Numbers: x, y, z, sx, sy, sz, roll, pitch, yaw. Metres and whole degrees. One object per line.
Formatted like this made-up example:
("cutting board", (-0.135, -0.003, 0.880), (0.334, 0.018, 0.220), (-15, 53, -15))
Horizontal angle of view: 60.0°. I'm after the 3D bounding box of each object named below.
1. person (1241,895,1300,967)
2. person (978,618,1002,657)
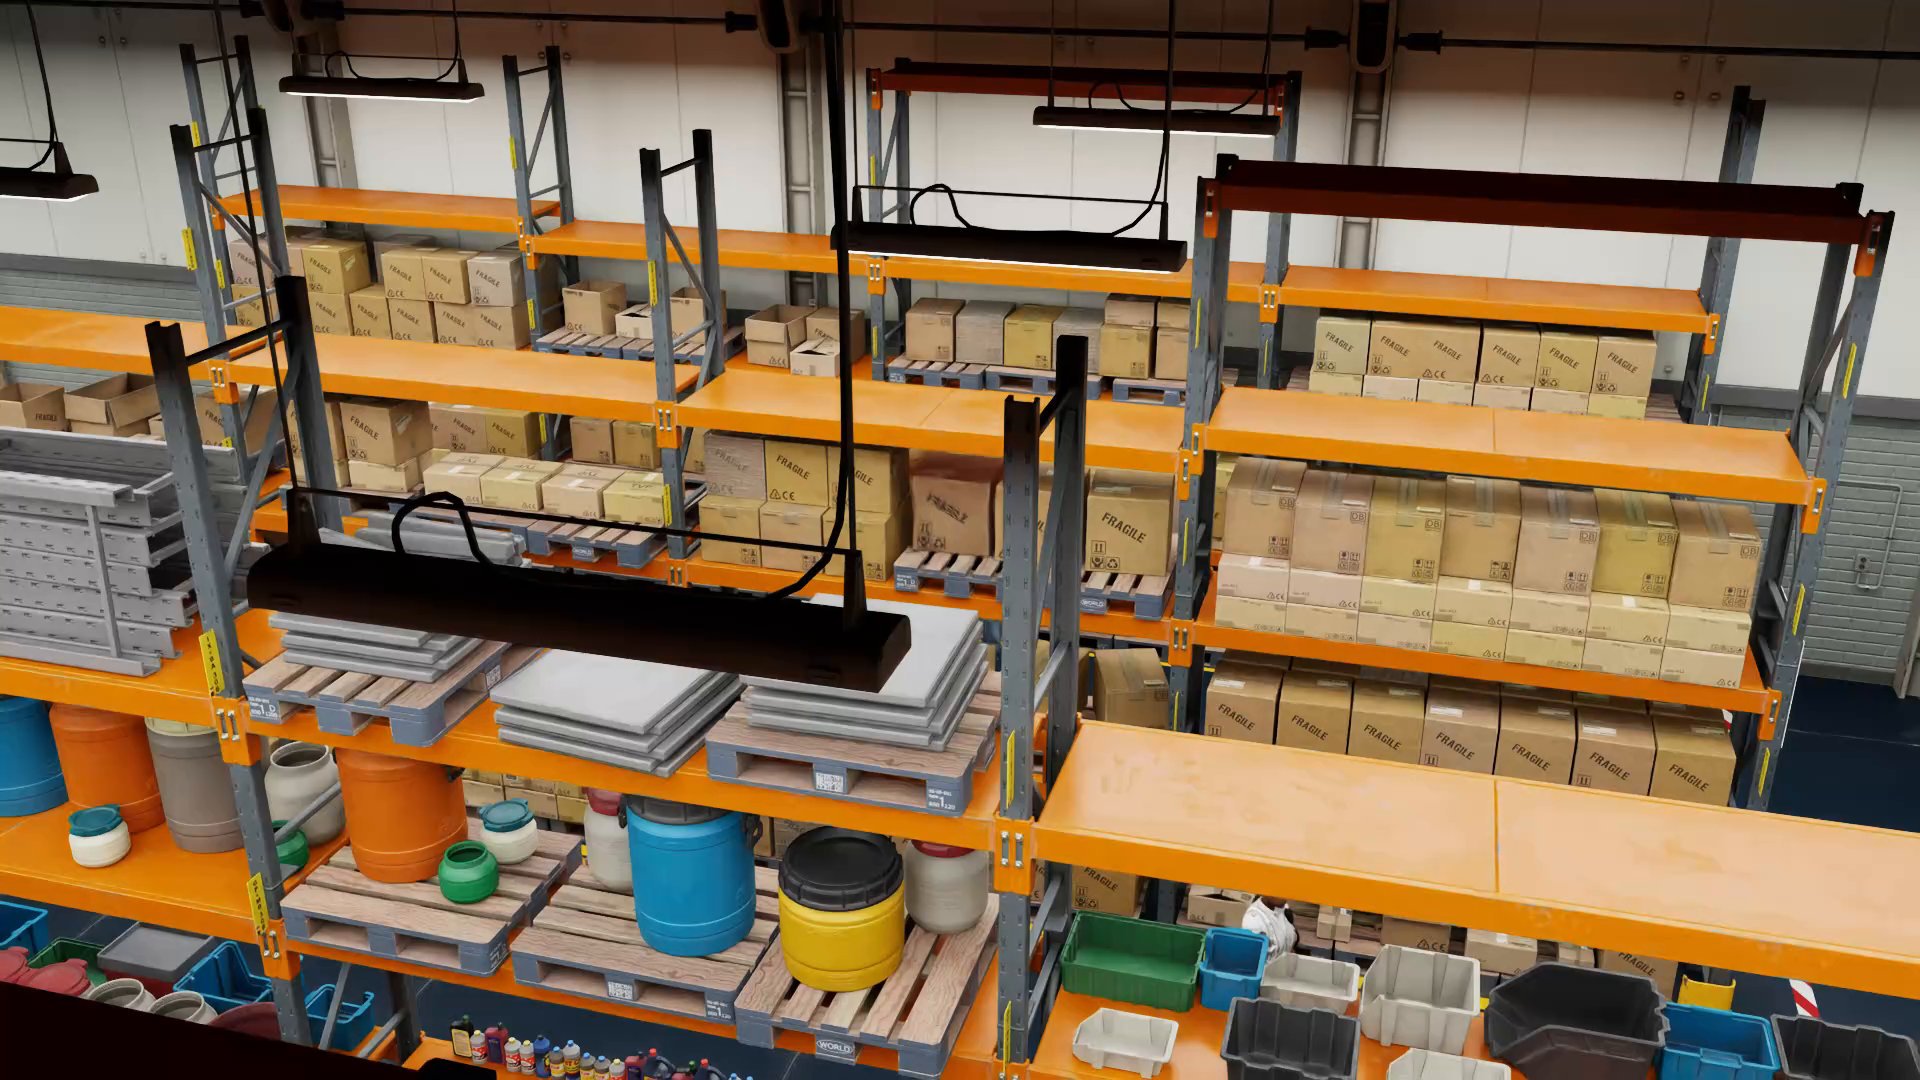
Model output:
("person", (2.137, 2.996, 11.362), (0.797, 1.658, 0.495), (16, 27, 33))
("person", (0.329, 0.677, 16.828), (0.483, 1.752, 0.583), (15, 27, 32))
